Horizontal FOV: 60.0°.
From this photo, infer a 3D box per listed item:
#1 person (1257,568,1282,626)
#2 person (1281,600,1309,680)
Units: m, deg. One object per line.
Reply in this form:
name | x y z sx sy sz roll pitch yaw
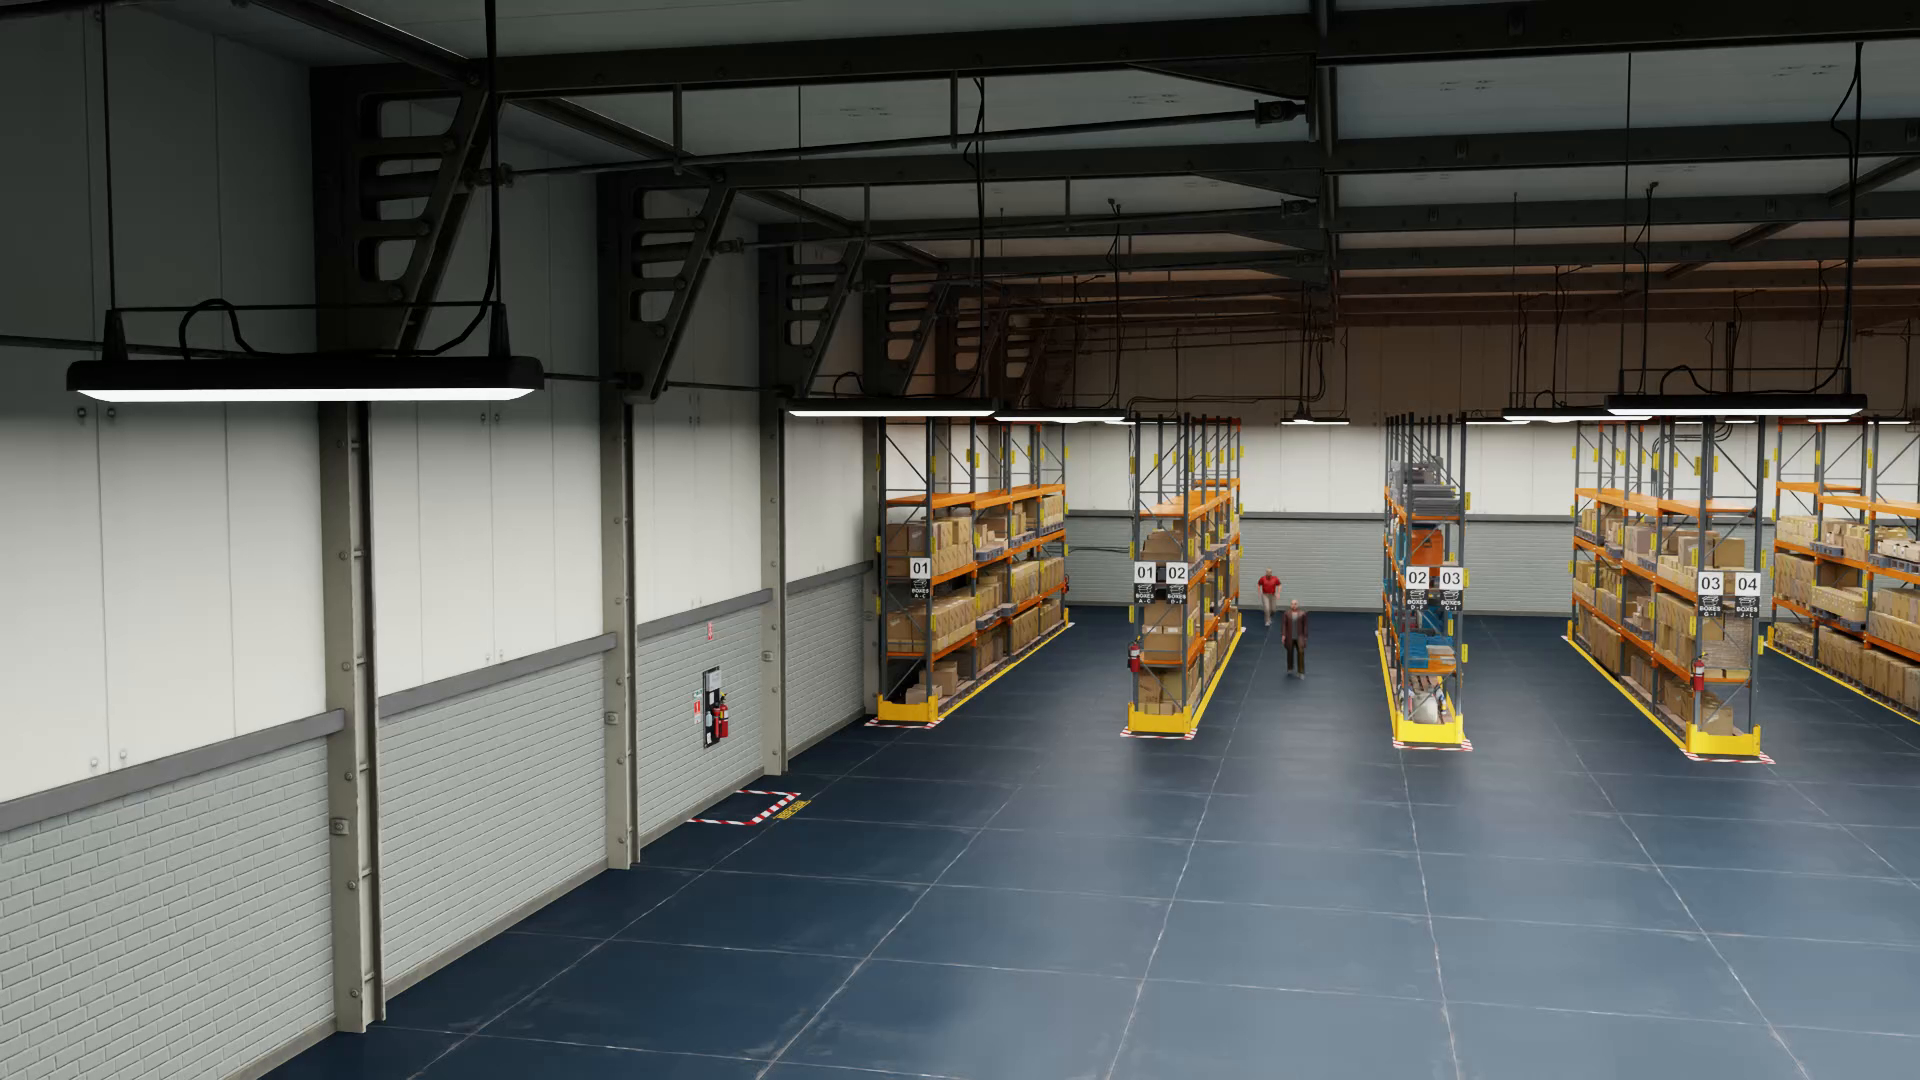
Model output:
person | 8.950 1.635 48.138 0.684 1.669 0.586 0 4 -1
person | 7.680 2.271 38.133 0.635 1.803 0.897 0 4 3
